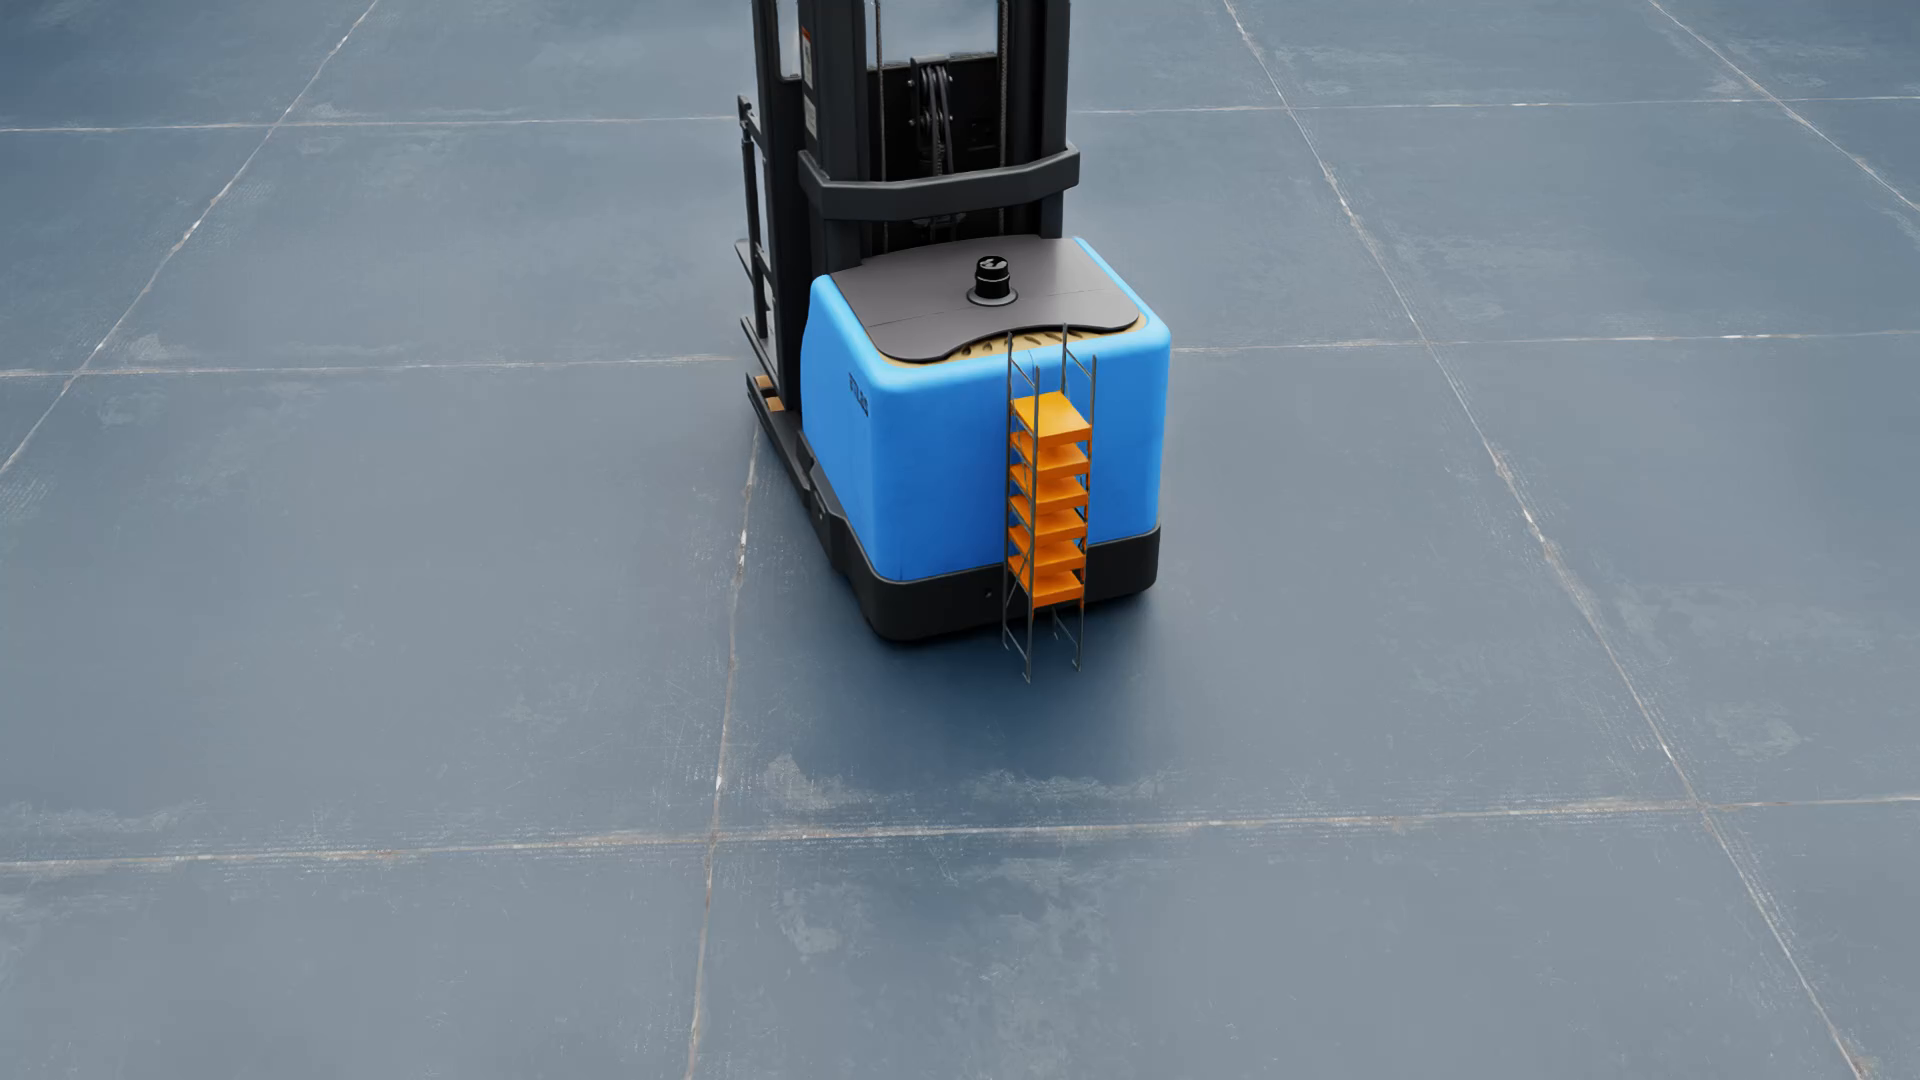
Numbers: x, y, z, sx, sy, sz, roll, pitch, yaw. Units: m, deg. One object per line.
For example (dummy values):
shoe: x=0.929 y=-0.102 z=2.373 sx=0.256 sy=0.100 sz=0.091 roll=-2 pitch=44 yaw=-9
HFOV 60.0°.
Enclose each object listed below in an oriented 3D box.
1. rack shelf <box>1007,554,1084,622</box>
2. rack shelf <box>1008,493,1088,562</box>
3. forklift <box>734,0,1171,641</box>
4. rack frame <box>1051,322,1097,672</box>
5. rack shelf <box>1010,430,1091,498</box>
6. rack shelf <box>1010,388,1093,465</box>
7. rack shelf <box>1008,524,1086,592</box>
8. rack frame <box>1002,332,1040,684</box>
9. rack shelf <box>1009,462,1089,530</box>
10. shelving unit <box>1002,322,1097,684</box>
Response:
rack shelf: x=0.276 y=0.140 z=5.493 sx=0.180 sy=0.103 sz=0.258 roll=-12 pitch=36 yaw=-17
rack shelf: x=0.276 y=-0.057 z=5.357 sx=0.180 sy=0.103 sz=0.258 roll=-12 pitch=36 yaw=-17
forklift: x=-0.258 y=-1.700 z=6.130 sx=1.130 sy=2.935 sz=3.031 roll=-11 pitch=36 yaw=-16
rack frame: x=0.362 y=-0.112 z=5.357 sx=0.006 sy=1.200 sz=0.240 roll=-12 pitch=36 yaw=-17
rack shelf: x=0.276 y=-0.255 z=5.220 sx=0.180 sy=0.103 sz=0.258 roll=-12 pitch=36 yaw=-17
rack shelf: x=0.276 y=-0.353 z=5.152 sx=0.180 sy=0.103 sz=0.258 roll=-12 pitch=36 yaw=-17
rack shelf: x=0.276 y=0.041 z=5.425 sx=0.180 sy=0.103 sz=0.258 roll=-12 pitch=36 yaw=-17
rack frame: x=0.190 y=-0.076 z=5.305 sx=0.006 sy=1.200 sz=0.240 roll=-12 pitch=36 yaw=-17
rack shelf: x=0.276 y=-0.156 z=5.288 sx=0.180 sy=0.103 sz=0.258 roll=-12 pitch=36 yaw=-17
shelving unit: x=0.276 y=-0.094 z=5.331 sx=0.189 sy=1.200 sz=0.258 roll=-12 pitch=36 yaw=-17
